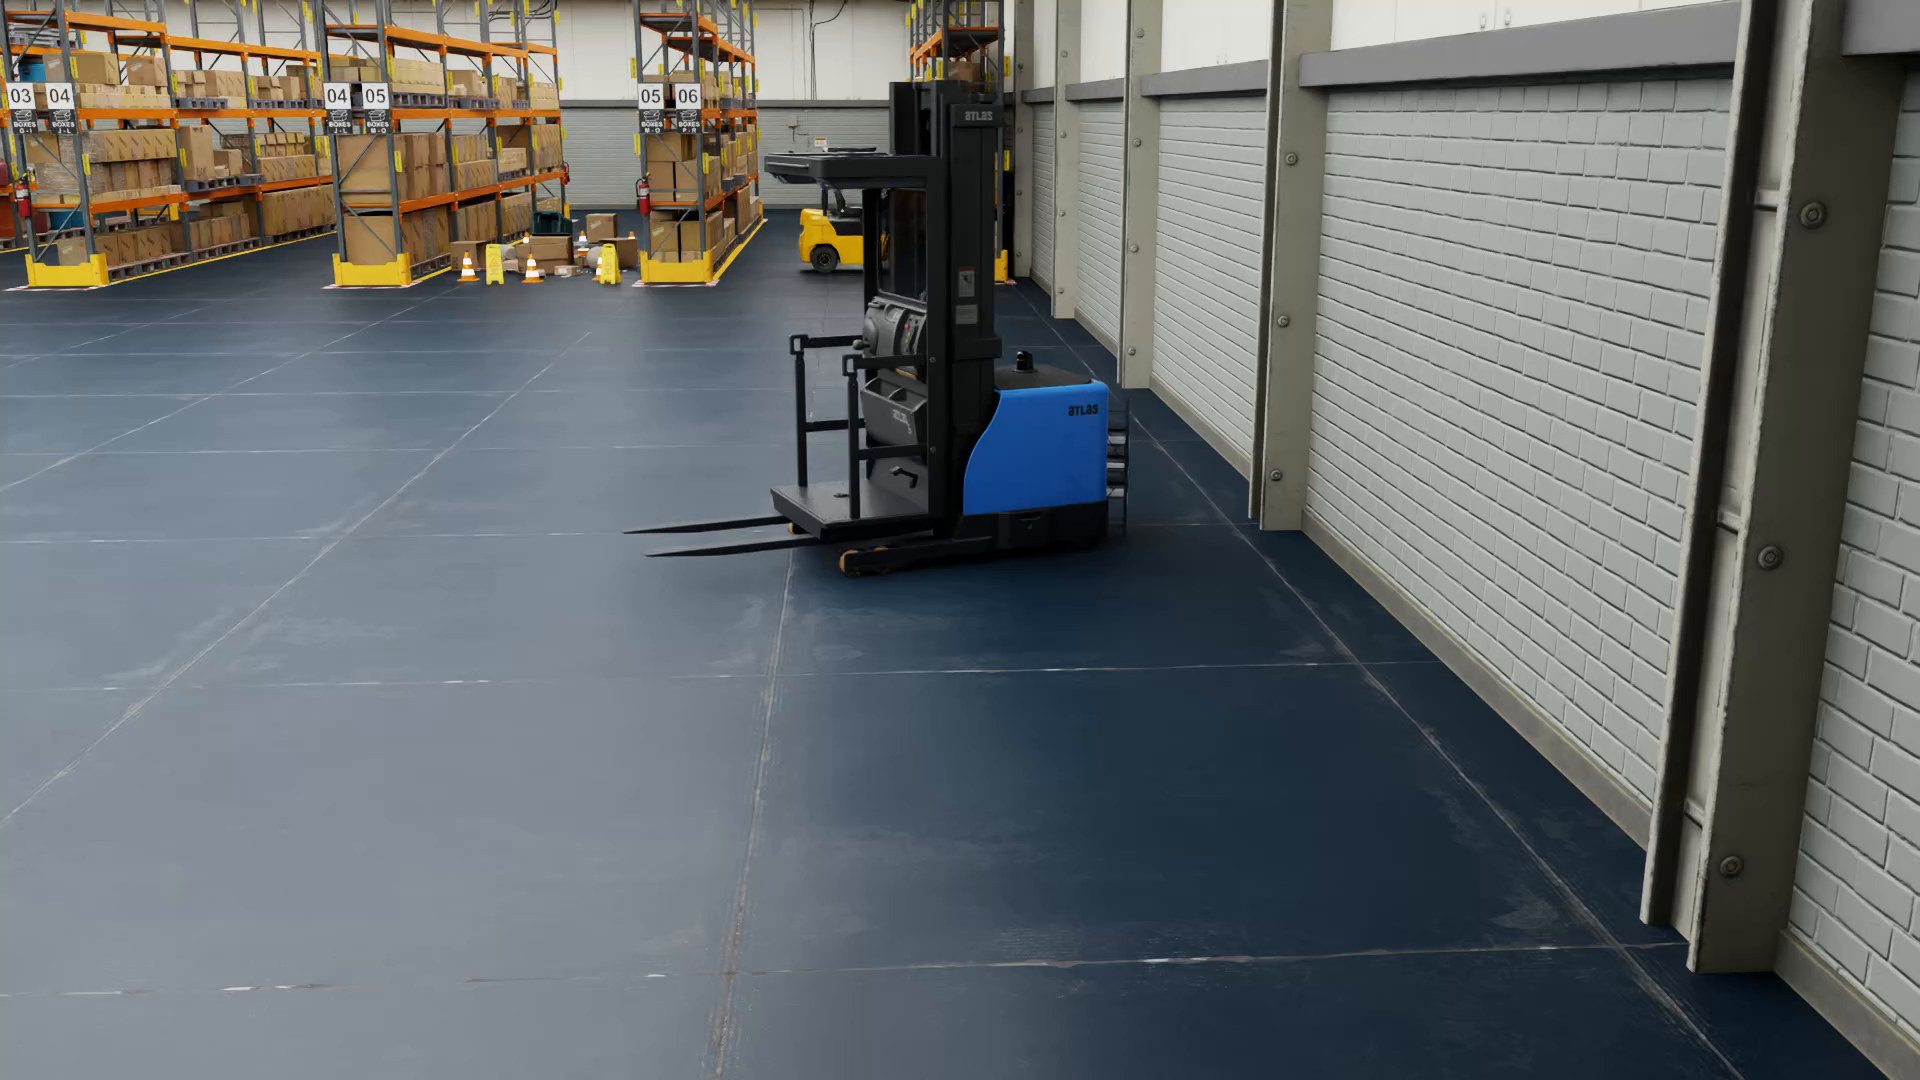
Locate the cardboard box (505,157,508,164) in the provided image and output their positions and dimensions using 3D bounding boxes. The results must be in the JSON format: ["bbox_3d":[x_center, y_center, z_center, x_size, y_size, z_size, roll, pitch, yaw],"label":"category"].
[{"bbox_3d":[-10.068,-8.276,36.238,0.380,0.149,0.250,-1,14,-3],"label":"cardboard box"}]

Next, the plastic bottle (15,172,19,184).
[{"bbox_3d":[-19.773,-7.593,34.768,0.152,0.276,0.135,-1,14,-3],"label":"plastic bottle"}]

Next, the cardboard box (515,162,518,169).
[{"bbox_3d":[-10.126,-8.392,37.283,0.380,0.149,0.250,-2,15,-6],"label":"cardboard box"}]

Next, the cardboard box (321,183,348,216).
[{"bbox_3d":[-15.390,-8.176,40.204,0.875,0.875,0.875,-1,14,-3],"label":"cardboard box"}]

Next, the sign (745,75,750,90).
[{"bbox_3d":[-4.942,-10.631,38.638,0.100,0.325,0.005,-1,14,-3],"label":"sign"}]

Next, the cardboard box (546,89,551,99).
[{"bbox_3d":[-10.320,-10.915,40.708,0.500,0.250,0.500,-1,14,-3],"label":"cardboard box"}]

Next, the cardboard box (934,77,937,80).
[{"bbox_3d":[-0.225,-8.304,30.396,0.500,0.311,0.500,-1,14,-2],"label":"cardboard box"}]

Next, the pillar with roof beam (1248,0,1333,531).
[{"bbox_3d":[-2.110,-4.408,10.098,9.100,9.000,0.400,-1,14,-3],"label":"pillar with roof beam"}]

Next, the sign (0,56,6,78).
[{"bbox_3d":[-15.185,-7.506,26.381,0.100,0.325,0.005,-1,14,-3],"label":"sign"}]

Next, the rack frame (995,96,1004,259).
[{"bbox_3d":[0.215,-5.858,27.776,1.000,3.000,0.127,-1,14,-3],"label":"rack frame"}]

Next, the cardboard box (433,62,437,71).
[{"bbox_3d":[-9.550,-8.432,29.618,0.380,0.149,0.250,-1,14,-4],"label":"cardboard box"}]

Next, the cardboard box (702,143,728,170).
[{"bbox_3d":[-4.761,-7.417,32.193,0.500,0.500,0.500,-1,14,-3],"label":"cardboard box"}]

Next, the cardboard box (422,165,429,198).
[{"bbox_3d":[-9.781,-6.252,29.006,0.875,0.550,0.500,-1,14,-3],"label":"cardboard box"}]

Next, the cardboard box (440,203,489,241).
[{"bbox_3d":[-10.163,-6.412,33.601,1.050,0.750,0.750,-1,14,-3],"label":"cardboard box"}]

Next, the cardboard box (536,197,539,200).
[{"bbox_3d":[-10.834,-8.567,41.988,0.380,0.149,0.250,-1,14,-2],"label":"cardboard box"}]

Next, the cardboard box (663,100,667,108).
[{"bbox_3d":[-5.040,-7.196,27.460,0.380,0.149,0.250,-1,14,-3],"label":"cardboard box"}]

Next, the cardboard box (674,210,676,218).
[{"bbox_3d":[-5.151,-5.678,28.943,0.380,0.149,0.250,-1,14,-3],"label":"cardboard box"}]

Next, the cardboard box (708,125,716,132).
[{"bbox_3d":[-5.819,-9.684,39.134,0.380,0.149,0.250,-1,14,-5],"label":"cardboard box"}]

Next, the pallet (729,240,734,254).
[{"bbox_3d":[-5.115,-5.923,33.622,1.003,0.211,1.213,-1,14,-3],"label":"pallet"}]

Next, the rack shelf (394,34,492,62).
[{"bbox_3d":[-10.045,-9.535,32.271,1.077,0.370,4.000,-1,14,-3],"label":"rack shelf"}]

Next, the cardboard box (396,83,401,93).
[{"bbox_3d":[-9.391,-7.416,27.269,0.380,0.149,0.250,-1,14,-3],"label":"cardboard box"}]

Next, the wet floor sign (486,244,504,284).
[{"bbox_3d":[-7.695,-4.562,27.464,0.267,0.644,0.232,-3,15,-13],"label":"wet floor sign"}]

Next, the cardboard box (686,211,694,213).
[{"bbox_3d":[-5.220,-5.860,30.951,0.500,0.500,0.500,0,14,-1],"label":"cardboard box"}]

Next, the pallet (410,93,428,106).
[{"bbox_3d":[-9.808,-7.577,28.615,1.003,0.211,1.213,-1,14,-3],"label":"pallet"}]

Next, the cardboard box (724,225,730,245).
[{"bbox_3d":[-5.070,-6.015,32.817,0.950,0.372,0.625,0,14,0],"label":"cardboard box"}]

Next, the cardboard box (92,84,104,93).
[{"bbox_3d":[-14.420,-7.469,27.515,0.380,0.149,0.250,0,14,-1],"label":"cardboard box"}]

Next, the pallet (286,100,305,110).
[{"bbox_3d":[-15.267,-9.745,37.245,0.805,0.209,1.217,-1,15,-6],"label":"pallet"}]

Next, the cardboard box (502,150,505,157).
[{"bbox_3d":[-10.050,-8.350,35.928,0.380,0.149,0.250,-1,15,-6],"label":"cardboard box"}]

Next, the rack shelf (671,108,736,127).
[{"bbox_3d":[-5.111,-8.377,32.990,1.077,0.370,4.000,-1,14,-3],"label":"rack shelf"}]

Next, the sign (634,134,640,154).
[{"bbox_3d":[-5.294,-6.491,27.277,0.100,0.325,0.005,-1,14,-3],"label":"sign"}]

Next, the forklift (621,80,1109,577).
[{"bbox_3d":[-0.597,-1.341,10.358,3.031,2.935,1.130,-6,16,-23],"label":"forklift"}]

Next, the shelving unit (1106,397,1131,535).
[{"bbox_3d":[1.007,-0.498,11.157,0.258,0.900,0.210,2,15,7],"label":"shelving unit"}]

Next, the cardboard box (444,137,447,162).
[{"bbox_3d":[-9.958,-7.330,31.288,0.700,0.500,0.500,-1,14,-4],"label":"cardboard box"}]

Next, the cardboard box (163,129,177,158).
[{"bbox_3d":[-14.575,-7.192,30.153,0.500,0.500,0.500,-1,14,-3],"label":"cardboard box"}]

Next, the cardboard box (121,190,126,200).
[{"bbox_3d":[-14.494,-5.891,28.408,0.380,0.149,0.250,-1,14,-3],"label":"cardboard box"}]

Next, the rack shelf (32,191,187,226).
[{"bbox_3d":[-14.754,-5.777,28.902,1.077,0.370,4.000,-1,14,-3],"label":"rack shelf"}]

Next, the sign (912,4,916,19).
[{"bbox_3d":[-1.071,-12.235,38.486,0.100,0.325,0.005,-1,14,-3],"label":"sign"}]

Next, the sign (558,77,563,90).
[{"bbox_3d":[-10.109,-11.543,42.075,0.100,0.325,0.005,-1,14,-3],"label":"sign"}]

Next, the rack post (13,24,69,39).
[{"bbox_3d":[-20.296,-11.195,36.627,0.937,0.300,0.954,-1,14,-4],"label":"rack post"}]

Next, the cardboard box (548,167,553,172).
[{"bbox_3d":[-10.328,-9.206,41.292,0.380,0.149,0.250,-2,15,-6],"label":"cardboard box"}]

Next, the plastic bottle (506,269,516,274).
[{"bbox_3d":[-7.929,-4.741,29.330,0.133,0.061,0.283,-6,16,-23],"label":"plastic bottle"}]

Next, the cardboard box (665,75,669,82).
[{"bbox_3d":[-5.032,-7.642,27.593,0.380,0.149,0.250,-1,14,-2],"label":"cardboard box"}]

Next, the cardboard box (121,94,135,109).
[{"bbox_3d":[-14.504,-7.512,28.486,0.500,0.250,0.500,0,14,-2],"label":"cardboard box"}]

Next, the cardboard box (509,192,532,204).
[{"bbox_3d":[-10.118,-7.838,38.139,0.500,0.250,0.500,-1,14,-5],"label":"cardboard box"}]

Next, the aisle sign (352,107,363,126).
[{"bbox_3d":[-15.326,-10.889,42.109,0.394,0.787,0.004,-1,14,-3],"label":"aisle sign"}]

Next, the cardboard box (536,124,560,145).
[{"bbox_3d":[-10.388,-10.225,41.943,0.500,0.500,0.500,-1,14,-5],"label":"cardboard box"}]

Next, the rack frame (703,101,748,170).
[{"bbox_3d":[-5.482,-8.765,39.073,1.000,3.000,0.127,-1,14,-3],"label":"rack frame"}]

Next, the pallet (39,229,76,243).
[{"bbox_3d":[-20.232,-6.689,36.599,1.003,0.211,1.213,-1,14,-3],"label":"pallet"}]

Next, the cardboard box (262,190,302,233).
[{"bbox_3d":[-15.195,-7.186,36.355,1.225,0.875,0.875,-1,14,-3],"label":"cardboard box"}]

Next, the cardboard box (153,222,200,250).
[{"bbox_3d":[-14.894,-5.778,31.597,0.700,0.500,0.500,-2,15,-8],"label":"cardboard box"}]

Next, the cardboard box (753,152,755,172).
[{"bbox_3d":[-5.334,-9.311,40.996,0.500,0.500,0.500,0,14,-2],"label":"cardboard box"}]

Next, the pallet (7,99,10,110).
[{"bbox_3d":[-20.019,-9.094,34.710,1.003,0.211,1.213,-1,14,-3],"label":"pallet"}]

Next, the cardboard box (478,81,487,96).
[{"bbox_3d":[-9.805,-9.075,33.392,0.500,0.311,0.500,-1,14,-3],"label":"cardboard box"}]
